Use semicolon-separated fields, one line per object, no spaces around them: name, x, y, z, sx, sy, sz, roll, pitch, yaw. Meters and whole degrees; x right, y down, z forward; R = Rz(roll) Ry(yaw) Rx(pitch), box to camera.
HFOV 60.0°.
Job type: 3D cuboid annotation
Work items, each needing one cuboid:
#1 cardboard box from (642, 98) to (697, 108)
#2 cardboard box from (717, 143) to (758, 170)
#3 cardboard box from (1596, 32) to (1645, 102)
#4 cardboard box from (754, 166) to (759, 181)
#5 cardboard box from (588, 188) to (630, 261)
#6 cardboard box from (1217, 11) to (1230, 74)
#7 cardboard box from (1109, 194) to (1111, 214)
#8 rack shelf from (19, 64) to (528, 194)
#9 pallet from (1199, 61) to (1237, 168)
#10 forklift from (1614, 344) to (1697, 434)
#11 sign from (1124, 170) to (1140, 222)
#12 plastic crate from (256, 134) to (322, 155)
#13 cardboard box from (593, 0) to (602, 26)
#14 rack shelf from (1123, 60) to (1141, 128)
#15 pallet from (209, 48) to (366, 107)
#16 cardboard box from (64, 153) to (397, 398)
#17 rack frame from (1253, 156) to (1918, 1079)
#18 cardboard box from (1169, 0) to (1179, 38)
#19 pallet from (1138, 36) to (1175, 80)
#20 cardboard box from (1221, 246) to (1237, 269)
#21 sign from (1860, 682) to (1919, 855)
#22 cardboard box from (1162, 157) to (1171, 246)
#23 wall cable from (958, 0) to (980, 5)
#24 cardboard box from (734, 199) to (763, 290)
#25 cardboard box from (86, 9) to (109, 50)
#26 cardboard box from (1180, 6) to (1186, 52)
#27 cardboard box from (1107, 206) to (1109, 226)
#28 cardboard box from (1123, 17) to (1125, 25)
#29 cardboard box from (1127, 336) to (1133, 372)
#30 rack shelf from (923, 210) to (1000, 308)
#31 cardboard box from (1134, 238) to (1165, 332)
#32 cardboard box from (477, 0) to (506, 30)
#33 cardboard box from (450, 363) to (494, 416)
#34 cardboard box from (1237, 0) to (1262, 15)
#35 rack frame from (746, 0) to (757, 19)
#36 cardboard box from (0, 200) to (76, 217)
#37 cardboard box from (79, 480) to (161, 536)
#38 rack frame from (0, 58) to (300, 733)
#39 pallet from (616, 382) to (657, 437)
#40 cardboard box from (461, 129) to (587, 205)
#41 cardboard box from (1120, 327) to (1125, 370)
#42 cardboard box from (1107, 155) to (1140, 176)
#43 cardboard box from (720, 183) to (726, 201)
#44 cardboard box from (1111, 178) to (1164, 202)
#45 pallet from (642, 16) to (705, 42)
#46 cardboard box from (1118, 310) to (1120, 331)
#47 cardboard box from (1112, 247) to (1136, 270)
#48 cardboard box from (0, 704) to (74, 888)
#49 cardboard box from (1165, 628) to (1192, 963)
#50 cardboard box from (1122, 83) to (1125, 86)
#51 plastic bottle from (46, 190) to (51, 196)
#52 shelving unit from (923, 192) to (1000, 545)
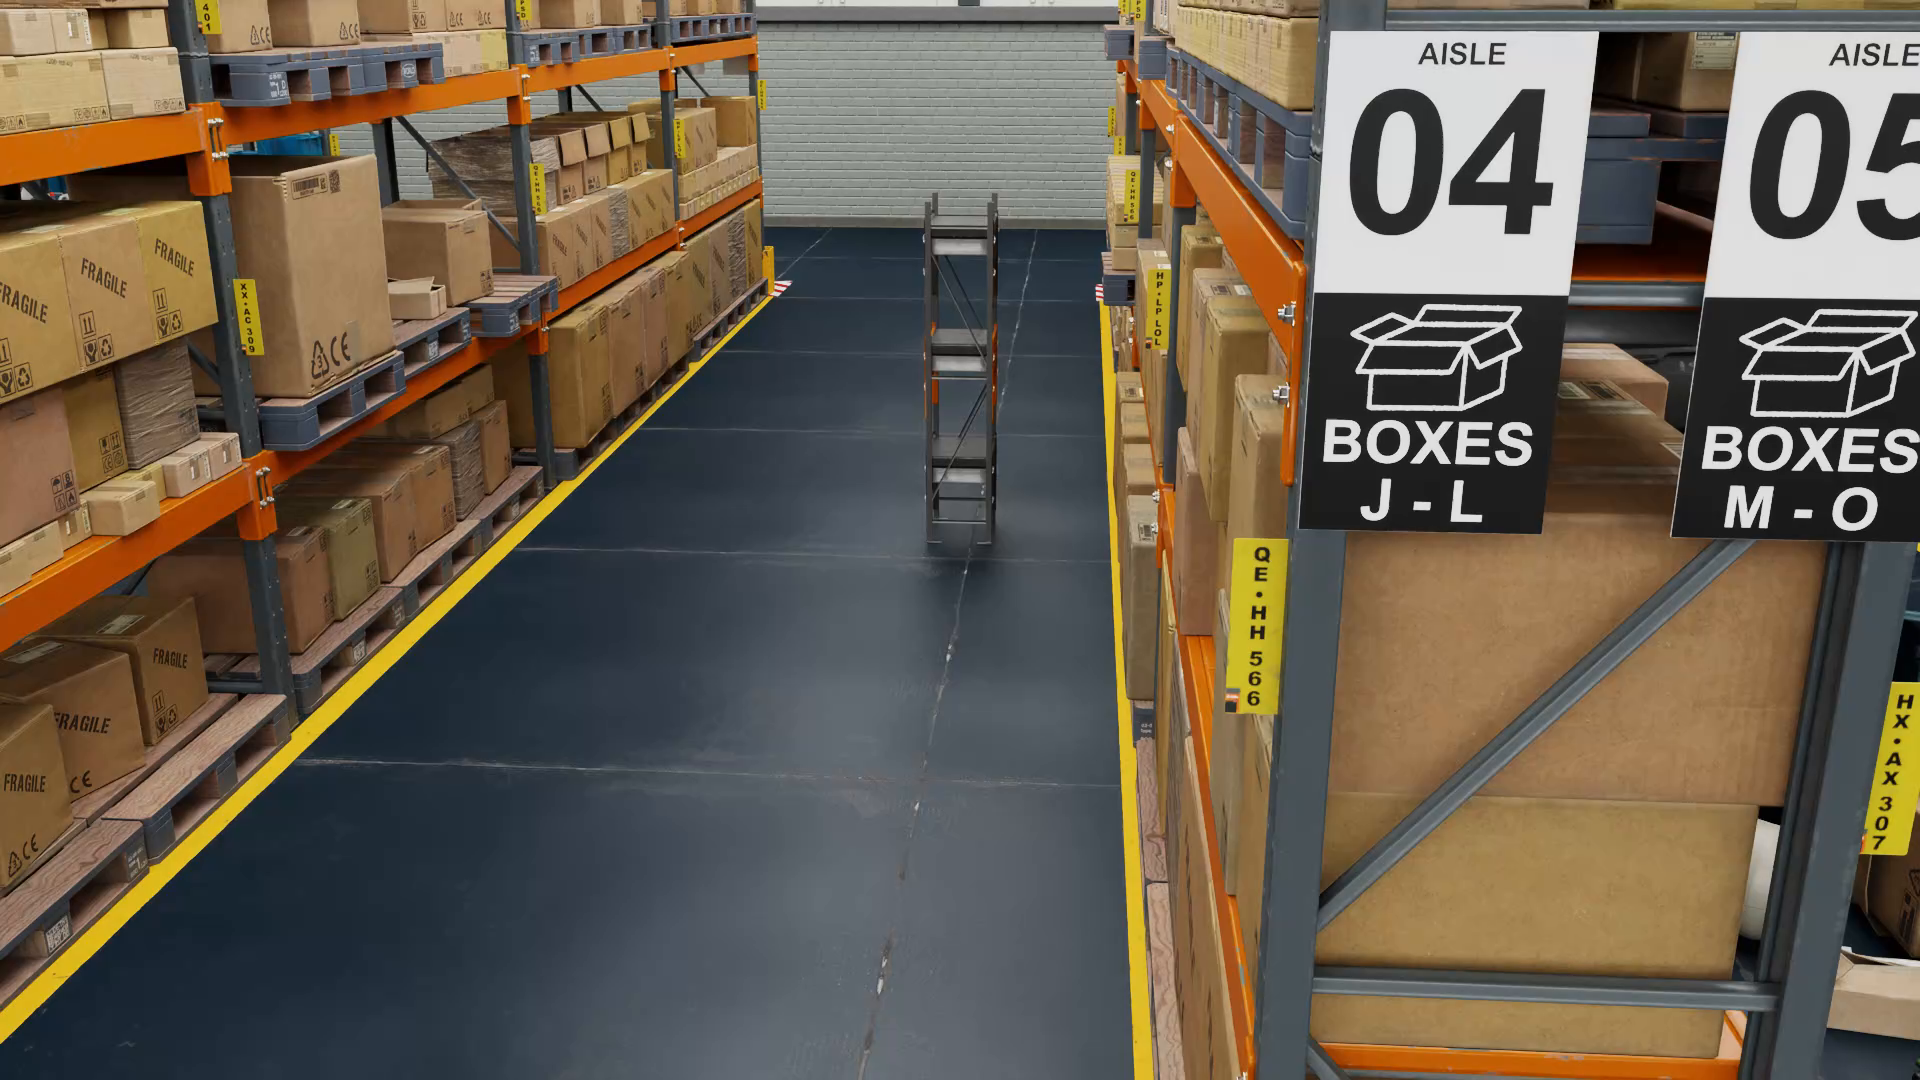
cardboard box;-3.073;-4.407;17.615;0.500;0.500;0.500;1;18;3
cardboard box;-2.503;-4.193;18.165;0.500;0.250;0.500;1;18;3
cardboard box;1.422;-0.899;3.102;0.380;0.149;0.250;1;18;4
cardboard box;-2.430;-4.042;18.344;0.380;0.149;0.250;2;18;5
cardboard box;-2.895;-2.462;12.957;0.500;0.500;0.500;1;18;4
cardboard box;0.837;-1.226;4.099;0.380;0.149;0.250;1;18;4
cardboard box;1.323;-2.518;12.543;0.380;0.149;0.250;1;18;3
rack shelf;-3.450;-2.257;8.832;1.077;0.370;4.000;1;18;4
pallet;1.187;-1.162;4.476;1.003;0.211;1.213;1;18;4
forklift;3.671;-0.760;8.034;1.130;2.935;3.031;-3;18;-9
sign;1.091;-2.174;10.509;0.100;0.325;0.005;1;18;4
plastic crate;-7.511;-4.327;18.657;0.616;0.435;0.499;1;18;4
cardboard box;-3.188;-4.281;13.321;0.500;0.311;0.500;1;18;2
rack shelf;1.777;-3.357;12.189;1.077;0.370;4.000;1;18;4
pallet;-3.443;-2.078;7.431;1.213;0.211;1.003;1;18;4
cardboard box;-3.397;-1.280;7.876;1.000;1.000;1.000;1;18;4
rack frame;1.060;0.832;3.066;1.000;3.000;0.127;1;18;4
cardboard box;1.216;-2.400;7.518;0.500;0.250;0.500;1;18;3
pallet;1.640;-2.787;9.597;1.213;0.211;1.003;2;18;6
cardboard box;1.362;-0.707;5.789;0.875;0.550;0.550;1;18;4
sign;1.613;0.397;2.875;0.100;0.325;0.005;1;18;4
cardboard box;1.591;-2.036;10.052;0.700;0.500;0.500;1;18;4
wall cable;1.110;-10.338;22.355;2.277;5.999;0.120;1;18;4
cardboard box;-2.699;-3.268;18.318;0.875;0.875;0.875;1;18;4
cardboard box;-3.439;-1.907;6.210;0.380;0.149;0.250;1;18;5
cardboard box;0.965;-1.777;5.781;0.380;0.149;0.250;1;18;4
cardboard box;1.360;-2.542;13.093;0.380;0.149;0.250;0;18;1
cardboard box;1.769;-4.720;15.434;0.500;0.250;0.500;1;18;3
cardboard box;1.421;-1.239;11.522;0.500;0.250;0.500;1;18;3
rack shelf;0.012;-1.701;10.039;0.431;0.518;0.480;1;18;4
cardboard box;1.332;-1.566;10.226;0.500;0.500;0.500;1;18;5
cardboard box;-3.091;-3.351;10.052;0.500;0.500;0.500;2;18;5
cardboard box;-3.325;-0.963;10.649;0.500;0.250;0.500;2;18;6
cardboard box;0.853;-1.224;3.452;0.500;0.250;0.500;1;18;4
rack frame;-2.733;-7.130;17.731;1.000;3.000;0.127;1;18;4
cardboard box;-3.879;-1.082;6.664;0.500;0.500;0.500;1;18;4
cardboard box;-3.328;-0.126;6.392;0.380;0.149;0.250;1;18;4
rack frame;-3.593;-0.552;7.291;1.000;3.000;0.127;1;18;4
pallet;-3.085;-1.090;13.412;1.003;0.211;1.213;1;18;4
cardboard box;-3.189;-2.748;12.220;0.797;0.503;0.637;2;18;5
cardboard box;1.566;-1.518;13.580;0.500;0.500;0.500;2;18;6
cardboard box;1.433;-3.146;13.979;0.380;0.149;0.250;2;18;7
cardboard box;-2.557;-3.486;16.648;0.380;0.149;0.250;1;18;2
cardboard box;1.306;-2.579;12.251;0.380;0.149;0.250;2;18;7
pallet;-2.951;-4.674;15.195;1.003;0.211;1.213;1;18;4
cardboard box;1.625;-1.986;15.092;0.380;0.149;0.250;2;18;5
cardboard box;1.210;-1.896;11.121;0.380;0.149;0.250;2;18;5
cardboard box;-3.662;0.932;6.101;0.500;0.500;0.500;0;18;-1
cardboard box;1.171;0.874;5.677;0.875;0.875;0.875;1;18;4
cardboard box;1.767;-4.030;15.661;0.500;0.500;0.500;2;18;5
plastic bottle;-7.843;-2.834;14.335;0.144;0.351;0.185;1;18;4
shelving unit;0.012;-1.049;10.253;0.431;2.100;0.503;1;18;4
